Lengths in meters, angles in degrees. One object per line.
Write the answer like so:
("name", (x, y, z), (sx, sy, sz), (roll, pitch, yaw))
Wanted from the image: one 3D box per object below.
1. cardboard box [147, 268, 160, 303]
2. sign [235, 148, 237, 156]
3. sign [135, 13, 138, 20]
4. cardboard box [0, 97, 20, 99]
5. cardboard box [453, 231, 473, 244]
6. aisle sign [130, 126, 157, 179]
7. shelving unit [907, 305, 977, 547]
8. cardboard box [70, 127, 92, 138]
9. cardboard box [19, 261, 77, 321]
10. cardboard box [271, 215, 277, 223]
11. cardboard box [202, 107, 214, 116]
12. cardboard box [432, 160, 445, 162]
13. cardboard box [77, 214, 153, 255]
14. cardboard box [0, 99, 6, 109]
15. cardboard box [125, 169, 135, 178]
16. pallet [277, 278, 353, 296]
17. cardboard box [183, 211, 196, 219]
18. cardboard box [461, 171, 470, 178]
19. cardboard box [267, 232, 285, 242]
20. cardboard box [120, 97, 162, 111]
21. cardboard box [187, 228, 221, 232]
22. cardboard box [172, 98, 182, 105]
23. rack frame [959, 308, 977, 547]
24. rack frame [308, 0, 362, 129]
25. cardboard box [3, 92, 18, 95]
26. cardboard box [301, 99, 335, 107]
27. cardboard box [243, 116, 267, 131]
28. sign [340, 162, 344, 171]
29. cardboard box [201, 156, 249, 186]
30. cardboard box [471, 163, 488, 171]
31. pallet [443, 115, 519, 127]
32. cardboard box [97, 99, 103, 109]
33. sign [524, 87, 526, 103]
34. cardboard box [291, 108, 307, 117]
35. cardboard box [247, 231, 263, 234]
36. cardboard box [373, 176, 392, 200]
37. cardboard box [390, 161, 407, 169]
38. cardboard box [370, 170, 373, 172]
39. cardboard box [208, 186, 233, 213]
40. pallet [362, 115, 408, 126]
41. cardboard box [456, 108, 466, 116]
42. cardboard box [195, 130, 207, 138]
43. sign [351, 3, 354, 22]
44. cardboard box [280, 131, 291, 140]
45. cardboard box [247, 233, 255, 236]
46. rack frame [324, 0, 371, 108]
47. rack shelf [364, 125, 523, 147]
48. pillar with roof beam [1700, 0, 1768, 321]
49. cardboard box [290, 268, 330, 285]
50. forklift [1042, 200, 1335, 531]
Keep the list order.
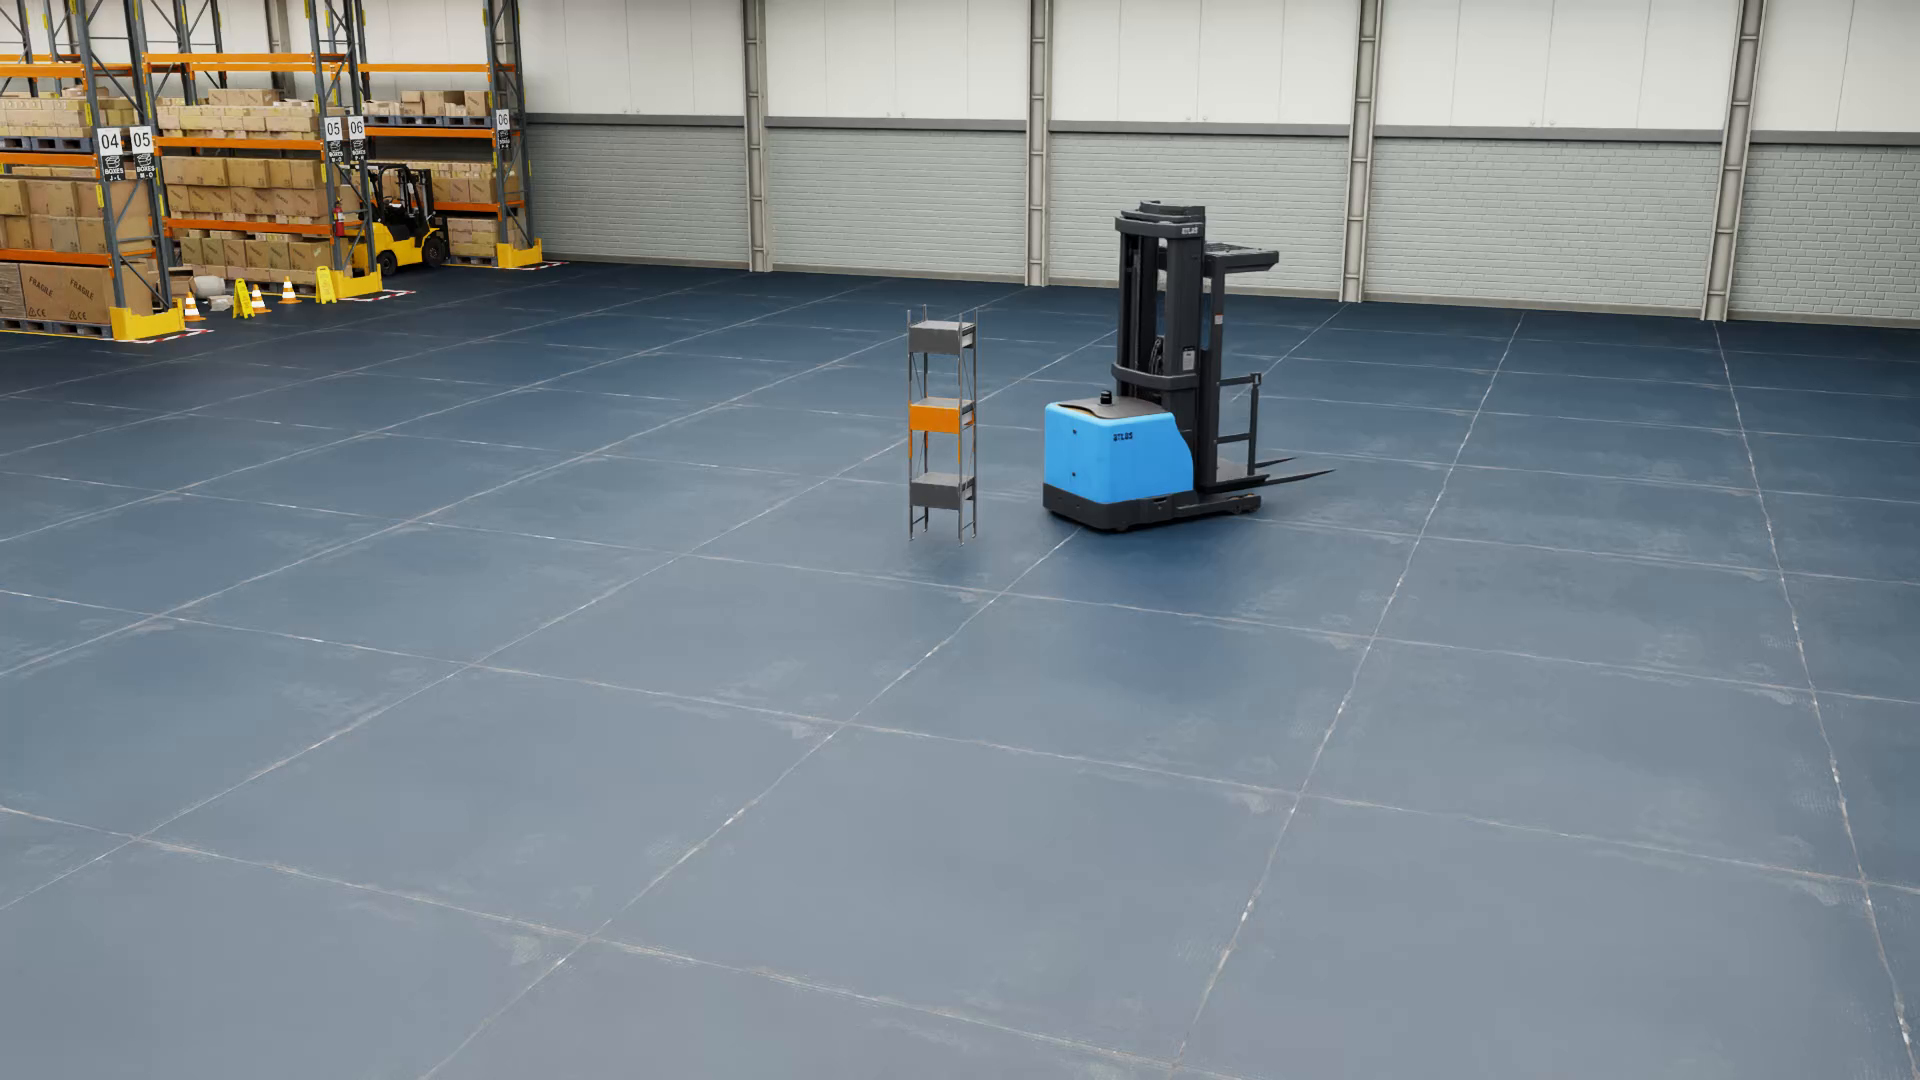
("cardboard box", (-14.612, -4.490, 29.493), (0.503, 0.637, 0.797), (6, 17, 21))
("sign", (-16.599, -8.813, 38.075), (0.005, 0.325, 0.100), (6, 17, 21))
("sign", (-15.095, -9.677, 30.408), (0.005, 0.325, 0.100), (6, 17, 21))
("cardboard box", (-15.219, -7.016, 26.669), (0.250, 0.149, 0.380), (6, 17, 21))
("cardboard box", (-10.388, -6.439, 35.254), (0.500, 0.250, 0.500), (6, 17, 20))
("aisle sign", (-12.722, -6.032, 25.908), (0.004, 0.787, 0.394), (6, 17, 21))
("shelving unit", (-0.154, -1.025, 14.939), (0.503, 2.100, 0.431), (6, 17, 21))
("cardboard box", (-13.332, -6.228, 25.386), (0.250, 0.149, 0.380), (6, 17, 21))
("cardboard box", (-14.372, -4.036, 26.753), (0.875, 0.875, 0.875), (6, 17, 20))
("cardboard box", (-12.546, -5.979, 30.840), (0.250, 0.149, 0.380), (7, 17, 21))
("cardboard box", (-13.745, -7.908, 30.672), (0.250, 0.149, 0.380), (6, 17, 19))
("cardboard box", (-11.268, -8.079, 35.744), (0.250, 0.149, 0.380), (7, 18, 22))
("cardboard box", (-13.260, -4.811, 26.096), (0.550, 0.550, 0.875), (6, 17, 21))
("cardboard box", (-14.755, -6.768, 25.813), (0.250, 0.149, 0.380), (6, 17, 21))
("cardboard box", (-15.872, -6.847, 31.912), (0.500, 0.500, 0.500), (6, 17, 21))
("pallet", (-11.989, -4.768, 31.218), (1.213, 0.211, 1.003), (6, 17, 21))
("cardboard box", (-14.467, -6.168, 31.489), (0.250, 0.149, 0.380), (7, 18, 22))
("cardboard box", (-10.251, -7.678, 34.898), (0.250, 0.149, 0.380), (7, 17, 22))
("cardboard box", (-12.616, -5.621, 30.825), (0.250, 0.149, 0.380), (7, 17, 22))
("cardboard box", (-15.483, -8.253, 31.459), (0.500, 0.250, 0.500), (7, 17, 22))
("cardboard box", (-17.272, -7.102, 37.986), (0.500, 0.500, 0.500), (7, 18, 22))
("cardboard box", (-17.434, -9.829, 37.289), (0.250, 0.149, 0.380), (6, 17, 19))
("rack frame", (0.073, -1.000, 14.853), (0.015, 2.100, 0.400), (6, 17, 21))
("rack frame", (-11.176, -8.888, 29.648), (0.127, 3.000, 1.000), (6, 17, 21))
("cardboard box", (-22.023, -10.367, 38.960), (0.500, 0.250, 0.500), (7, 17, 22))
("cardboard box", (-13.842, -9.362, 35.889), (0.500, 0.311, 0.500), (6, 17, 19))
("cardboard box", (-12.702, -7.604, 30.343), (0.500, 0.250, 0.500), (7, 18, 22))
("sign", (-13.269, -8.080, 35.692), (0.005, 0.325, 0.100), (6, 17, 21))
("cardboard box", (-13.643, -6.870, 30.950), (0.500, 0.500, 0.700), (6, 17, 19))
("cardboard box", (-10.009, -7.796, 34.772), (0.250, 0.149, 0.380), (6, 17, 21))
("pallet", (-10.006, -8.772, 34.787), (1.213, 0.211, 1.003), (6, 17, 21))
("cardboard box", (-13.324, -6.808, 25.951), (0.250, 0.149, 0.380), (6, 17, 21))
("sign", (-9.149, -9.336, 34.863), (0.005, 0.325, 0.100), (6, 17, 21))
("cardboard box", (-11.825, -7.704, 29.971), (0.250, 0.149, 0.380), (7, 17, 22))
("cardboard box", (-15.614, -7.042, 37.557), (0.625, 0.625, 0.875), (7, 18, 22))
("cardboard box", (-12.271, -7.590, 35.758), (0.500, 0.500, 0.500), (7, 17, 22))
("cardboard box", (-11.921, -7.997, 35.464), (0.250, 0.149, 0.380), (6, 17, 20))
("cardboard box", (-12.637, -7.936, 35.788), (0.250, 0.149, 0.380), (7, 17, 22))
("cardboard box", (-13.652, -6.390, 31.090), (0.500, 0.500, 0.500), (6, 17, 20))
("pallet", (-12.276, -9.021, 35.647), (1.213, 0.211, 1.003), (6, 17, 21))
("cardboard box", (-10.240, -8.870, 34.486), (0.250, 0.149, 0.380), (6, 17, 19))
("cardboard box", (-13.984, -7.567, 30.928), (0.250, 0.149, 0.380), (7, 18, 22))
("sign", (-10.977, -9.515, 29.992), (0.005, 0.325, 0.100), (6, 17, 21))
("cardboard box", (-12.089, -7.344, 30.160), (0.250, 0.149, 0.380), (7, 18, 22))
("cardboard box", (-13.774, -5.615, 31.968), (0.500, 0.500, 0.500), (7, 17, 22))
("rack frame", (-13.079, -10.585, 35.494), (0.127, 3.000, 1.000), (6, 17, 21))
("rack shelf", (-11.218, -8.594, 35.307), (4.000, 0.370, 1.077), (6, 17, 21))
("pillar with roof beam", (11.072, -6.909, 22.832), (0.400, 9.000, 9.100), (6, 17, 21))
("cardboard box", (-12.049, -4.903, 30.863), (0.500, 0.250, 0.500), (6, 17, 20))
("forklift", (2.327, -1.769, 16.011), (3.031, 2.935, 1.130), (-9, 19, -29))
